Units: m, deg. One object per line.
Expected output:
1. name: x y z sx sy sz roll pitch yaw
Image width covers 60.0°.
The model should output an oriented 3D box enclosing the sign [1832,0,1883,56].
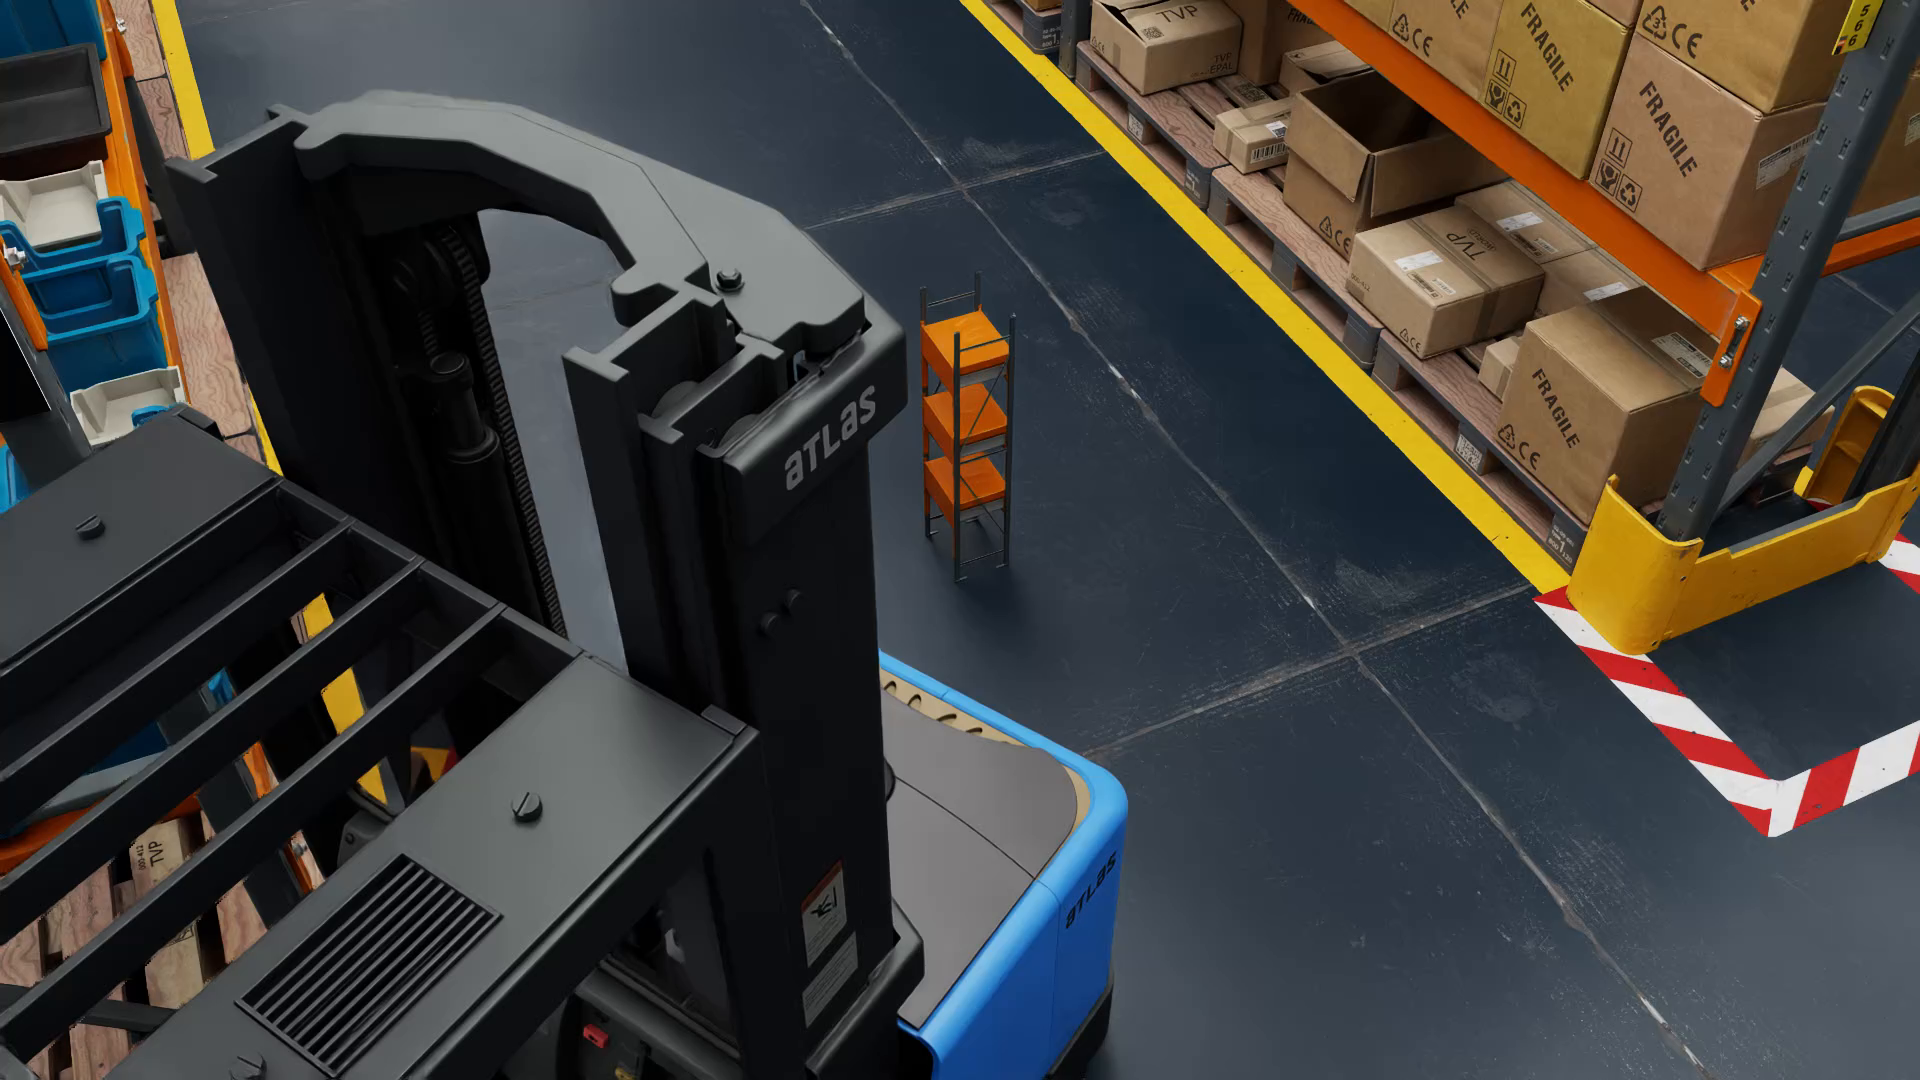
1. sign: 2.126 -1.286 3.868 0.100 0.325 0.005 -18 47 -17

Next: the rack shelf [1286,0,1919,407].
1. rack shelf: 1.797 -1.931 6.084 1.077 0.370 4.000 -18 47 -17

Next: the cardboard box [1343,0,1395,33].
1. cardboard box: 1.565 -2.123 5.695 0.500 0.500 0.500 -19 48 -18

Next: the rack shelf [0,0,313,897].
1. rack shelf: -2.699 -0.471 4.603 1.077 0.370 4.000 -18 47 -17

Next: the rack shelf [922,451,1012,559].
1. rack shelf: 0.022 -0.134 5.549 0.215 0.259 0.240 -18 47 -17

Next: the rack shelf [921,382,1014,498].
1. rack shelf: 0.022 -0.332 5.354 0.215 0.259 0.240 -18 47 -17

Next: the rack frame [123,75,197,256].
1. rack frame: -3.540 -2.001 5.642 1.000 3.000 0.127 -18 47 -17

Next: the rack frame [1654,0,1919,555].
1. rack frame: 2.638 -0.913 4.539 1.000 3.000 0.127 -18 47 -17

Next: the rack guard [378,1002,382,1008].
1. rack guard: -1.836 1.449 3.925 1.175 0.500 0.348 -18 47 -17

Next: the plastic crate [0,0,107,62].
1. plastic crate: -3.034 -1.820 5.428 0.392 0.384 0.575 -18 47 -17

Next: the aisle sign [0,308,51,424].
1. aisle sign: -1.558 -0.419 2.188 0.394 0.787 0.004 -18 47 -17

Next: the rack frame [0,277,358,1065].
1. rack frame: -1.861 0.549 3.058 0.949 2.616 0.053 -18 47 -17

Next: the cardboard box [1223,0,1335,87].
1. cardboard box: 1.453 -2.449 7.563 0.500 0.500 0.500 -18 47 -17

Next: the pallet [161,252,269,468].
1. pallet: -3.195 -0.551 6.159 1.003 0.211 1.213 -18 47 -17

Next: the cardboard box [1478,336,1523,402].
1. cardboard box: 2.097 -0.619 5.946 0.380 0.166 0.250 -18 47 -17

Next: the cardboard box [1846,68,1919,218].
1. cardboard box: 2.691 -1.309 4.870 0.500 0.500 0.500 -17 47 -17

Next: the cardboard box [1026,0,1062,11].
1. cardboard box: 0.488 -2.958 8.079 0.500 0.500 0.500 -18 47 -18

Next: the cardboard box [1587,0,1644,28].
1. cardboard box: 1.988 -1.828 4.684 0.500 0.500 0.500 -17 47 -16

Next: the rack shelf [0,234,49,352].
1. rack shelf: -2.699 -1.538 3.550 1.077 0.370 4.000 -18 47 -17

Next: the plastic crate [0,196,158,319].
1. plastic crate: -2.343 -0.699 4.399 0.416 0.233 0.300 -18 47 -17

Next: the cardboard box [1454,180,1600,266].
1. cardboard box: 2.246 -1.158 6.432 0.500 0.250 0.500 -18 47 -17

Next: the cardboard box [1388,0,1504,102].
1. cardboard box: 1.776 -1.802 5.370 0.500 0.500 0.500 -18 47 -17

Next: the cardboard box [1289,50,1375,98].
1. cardboard box: 1.768 -1.904 7.145 0.500 0.311 0.500 -18 47 -17

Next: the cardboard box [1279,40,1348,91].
1. cardboard box: 1.665 -2.103 7.462 0.380 0.149 0.250 -18 47 -17

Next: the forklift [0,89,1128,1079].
1. forklift: -0.857 0.921 2.730 1.130 2.935 3.031 26 50 24

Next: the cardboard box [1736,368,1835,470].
1. cardboard box: 2.774 -0.423 5.759 0.380 0.149 0.250 -18 47 -17

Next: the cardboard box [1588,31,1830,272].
1. cardboard box: 2.203 -1.153 4.712 0.500 0.500 0.500 -17 47 -16

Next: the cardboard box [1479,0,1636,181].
1. cardboard box: 1.981 -1.483 5.046 0.500 0.500 0.500 -18 47 -17

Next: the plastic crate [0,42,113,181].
1. plastic crate: -2.825 -1.291 5.075 0.437 0.125 0.590 -18 47 -17

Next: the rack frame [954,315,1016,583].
1. rack frame: 0.074 -0.262 5.268 0.200 1.050 0.008 -18 47 -17

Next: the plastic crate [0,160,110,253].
1. plastic crate: -2.535 -0.908 4.679 0.293 0.136 0.466 -18 47 -17

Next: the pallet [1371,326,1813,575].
1. pallet: 2.270 -0.476 6.082 1.003 0.211 1.213 -18 47 -17

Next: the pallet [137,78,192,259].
1. pallet: -3.826 -1.513 7.133 1.003 0.211 1.213 -18 47 -17

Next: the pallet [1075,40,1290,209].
1. pallet: 1.244 -2.031 7.658 1.003 0.211 1.213 -18 47 -17

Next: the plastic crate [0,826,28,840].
1. plastic crate: -2.168 0.356 3.186 0.616 0.435 0.499 -18 47 -17

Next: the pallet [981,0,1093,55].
1. pallet: 0.580 -2.976 8.616 1.003 0.211 1.213 -18 47 -17

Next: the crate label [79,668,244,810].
1. crate label: -1.663 0.332 3.355 0.416 0.233 0.303 -18 47 -17

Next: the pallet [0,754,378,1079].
1. pallet: -2.169 1.004 4.583 1.003 0.211 1.213 -18 47 -17

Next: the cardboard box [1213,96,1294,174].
1. cardboard box: 1.309 -1.730 7.072 0.380 0.166 0.250 -18 47 -17

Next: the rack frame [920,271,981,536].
1. rack frame: -0.029 -0.417 5.425 0.200 1.050 0.008 -18 47 -17

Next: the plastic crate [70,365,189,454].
1. plastic crate: -2.008 -0.295 4.059 0.250 0.136 0.298 -18 47 -17

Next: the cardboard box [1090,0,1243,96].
1. cardboard box: 0.936 -2.330 7.577 0.500 0.311 0.500 -18 47 -17

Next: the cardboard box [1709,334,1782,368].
1. cardboard box: 2.668 -0.588 5.915 0.380 0.166 0.250 -18 47 -17

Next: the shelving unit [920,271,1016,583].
1. shelving unit: 0.022 -0.340 5.347 0.215 1.050 0.252 -18 47 -17

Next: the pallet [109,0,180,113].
1. pallet: -4.343 -2.291 7.922 1.003 0.211 1.213 -18 47 -17

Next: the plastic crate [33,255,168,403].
1. plastic crate: -2.217 -0.507 4.205 0.416 0.233 0.300 -18 47 -17

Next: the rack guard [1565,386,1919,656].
1. rack guard: 2.606 -0.071 5.466 1.175 0.500 0.348 -18 47 -17

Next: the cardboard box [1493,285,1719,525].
1. cardboard box: 2.186 -0.453 5.540 0.500 0.500 0.500 -18 47 -17

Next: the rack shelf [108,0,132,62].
1. rack shelf: -4.381 -3.020 7.187 1.077 0.370 4.000 -18 47 -17

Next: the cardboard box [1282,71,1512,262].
1. cardboard box: 1.751 -1.534 6.633 0.797 0.503 0.637 -18 47 -17

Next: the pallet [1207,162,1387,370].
1. pallet: 1.761 -1.252 6.869 1.003 0.211 1.213 -18 47 -17

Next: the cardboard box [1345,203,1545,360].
1. cardboard box: 1.814 -0.978 6.250 0.500 0.250 0.500 -18 47 -17

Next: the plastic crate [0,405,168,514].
1. plastic crate: -1.940 -0.088 3.780 0.416 0.233 0.300 -18 47 -17

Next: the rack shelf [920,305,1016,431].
1. rack shelf: 0.022 -0.534 5.155 0.215 0.259 0.240 -18 47 -17

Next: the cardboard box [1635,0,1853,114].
1. cardboard box: 2.201 -1.506 4.358 0.500 0.500 0.500 -18 48 -18

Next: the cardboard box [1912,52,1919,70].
1. cardboard box: 2.691 -1.665 4.518 0.500 0.500 0.500 -17 47 -16

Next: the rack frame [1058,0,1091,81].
1. rack frame: 0.956 -3.462 7.123 1.000 3.000 0.127 -18 47 -17

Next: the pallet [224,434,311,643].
1. pallet: -2.679 0.227 5.369 1.003 0.211 1.213 -18 47 -17

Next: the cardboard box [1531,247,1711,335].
1. cardboard box: 2.456 -0.839 6.109 0.500 0.250 0.500 -18 47 -17
